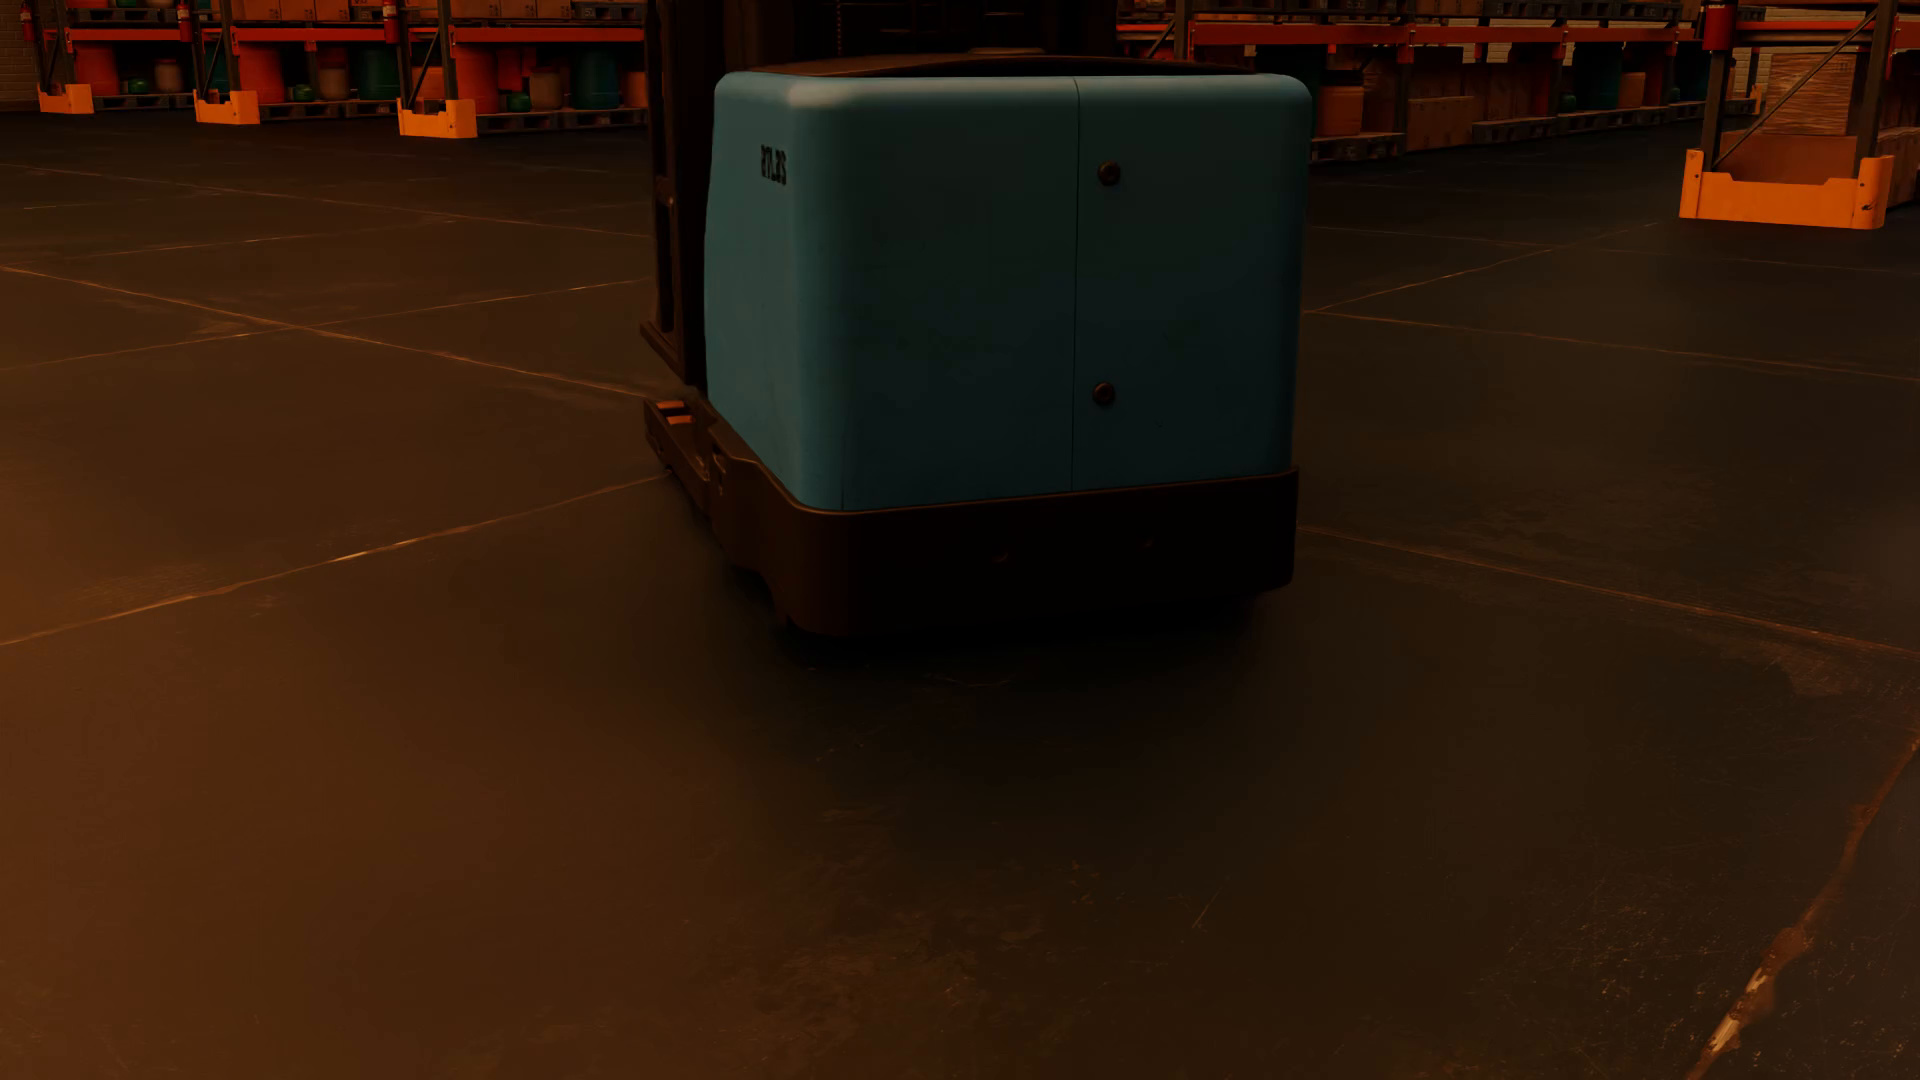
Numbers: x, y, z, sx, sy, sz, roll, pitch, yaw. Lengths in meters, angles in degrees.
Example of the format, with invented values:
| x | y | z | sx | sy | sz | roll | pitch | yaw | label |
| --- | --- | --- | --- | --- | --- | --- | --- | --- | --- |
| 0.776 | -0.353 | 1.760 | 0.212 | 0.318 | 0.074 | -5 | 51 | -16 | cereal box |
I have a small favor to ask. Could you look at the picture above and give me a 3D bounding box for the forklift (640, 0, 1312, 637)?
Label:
| x | y | z | sx | sy | sz | roll | pitch | yaw | label |
| --- | --- | --- | --- | --- | --- | --- | --- | --- | --- |
| -0.260 | -1.610 | 4.198 | 1.130 | 2.935 | 3.031 | -6 | 18 | -18 | forklift |
